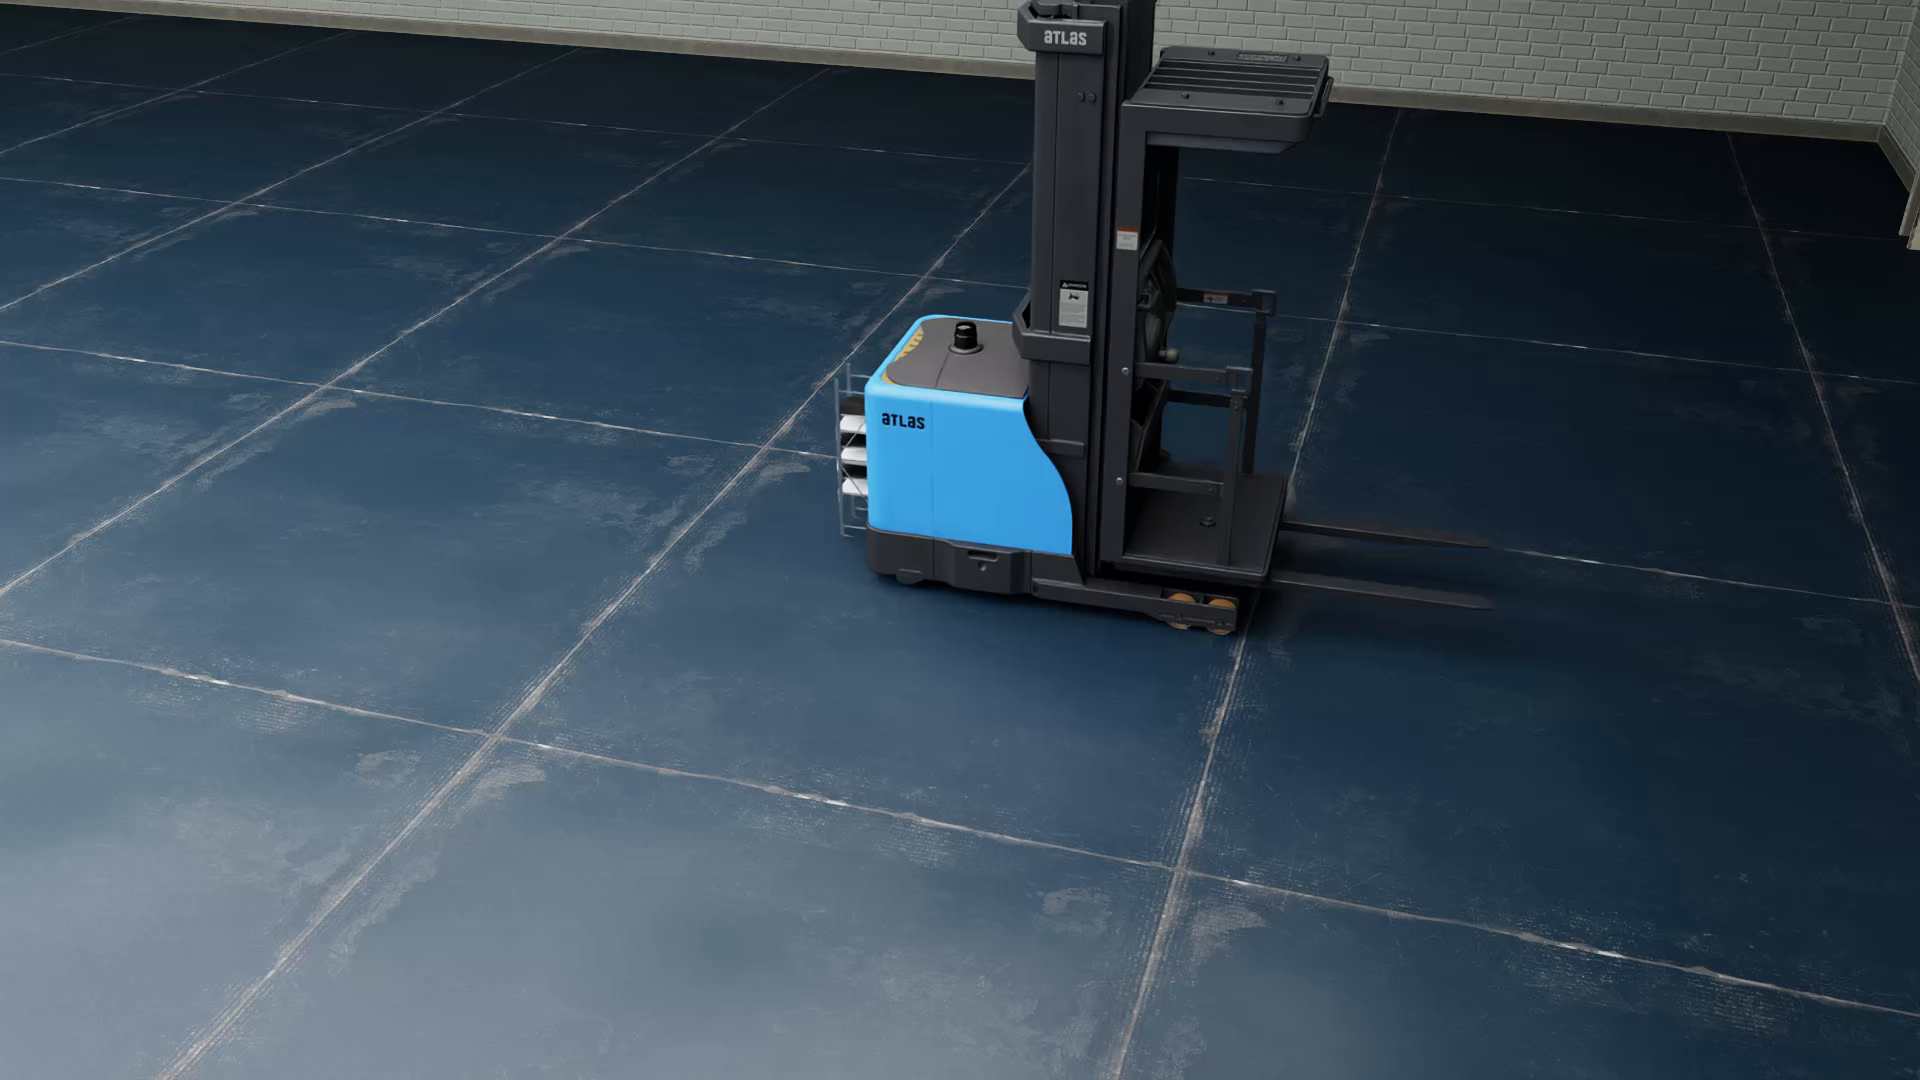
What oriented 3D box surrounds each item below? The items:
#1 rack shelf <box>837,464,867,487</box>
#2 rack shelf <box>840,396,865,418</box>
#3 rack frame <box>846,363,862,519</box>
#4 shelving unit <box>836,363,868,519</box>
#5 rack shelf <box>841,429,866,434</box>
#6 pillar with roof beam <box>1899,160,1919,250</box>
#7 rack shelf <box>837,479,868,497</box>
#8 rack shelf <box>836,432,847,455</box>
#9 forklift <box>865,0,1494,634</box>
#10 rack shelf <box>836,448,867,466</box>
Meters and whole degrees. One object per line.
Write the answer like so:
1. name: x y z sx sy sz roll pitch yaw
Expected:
1. rack shelf: -0.490 -0.343 8.694 0.258 0.077 0.200 7 30 12
2. rack shelf: -0.490 -0.675 8.510 0.221 0.026 0.190 7 30 12
3. rack frame: -0.465 -0.499 8.721 0.240 0.900 0.006 7 30 12
4. shelving unit: -0.489 -0.452 8.637 0.258 0.900 0.205 7 30 12
5. rack shelf: -0.490 -0.592 8.556 0.199 0.015 0.184 7 30 12
6. pillar with roof beam: 3.368 -6.852 11.811 9.100 9.000 0.400 8 30 15
7. rack shelf: -0.490 -0.264 8.738 0.258 0.077 0.200 7 30 12
8. rack shelf: -0.490 -0.500 8.607 0.258 0.077 0.200 7 30 12
9. forklift: 1.106 -1.090 7.760 3.031 2.867 1.129 8 30 13
10. rack shelf: -0.490 -0.422 8.651 0.258 0.077 0.200 7 30 12
